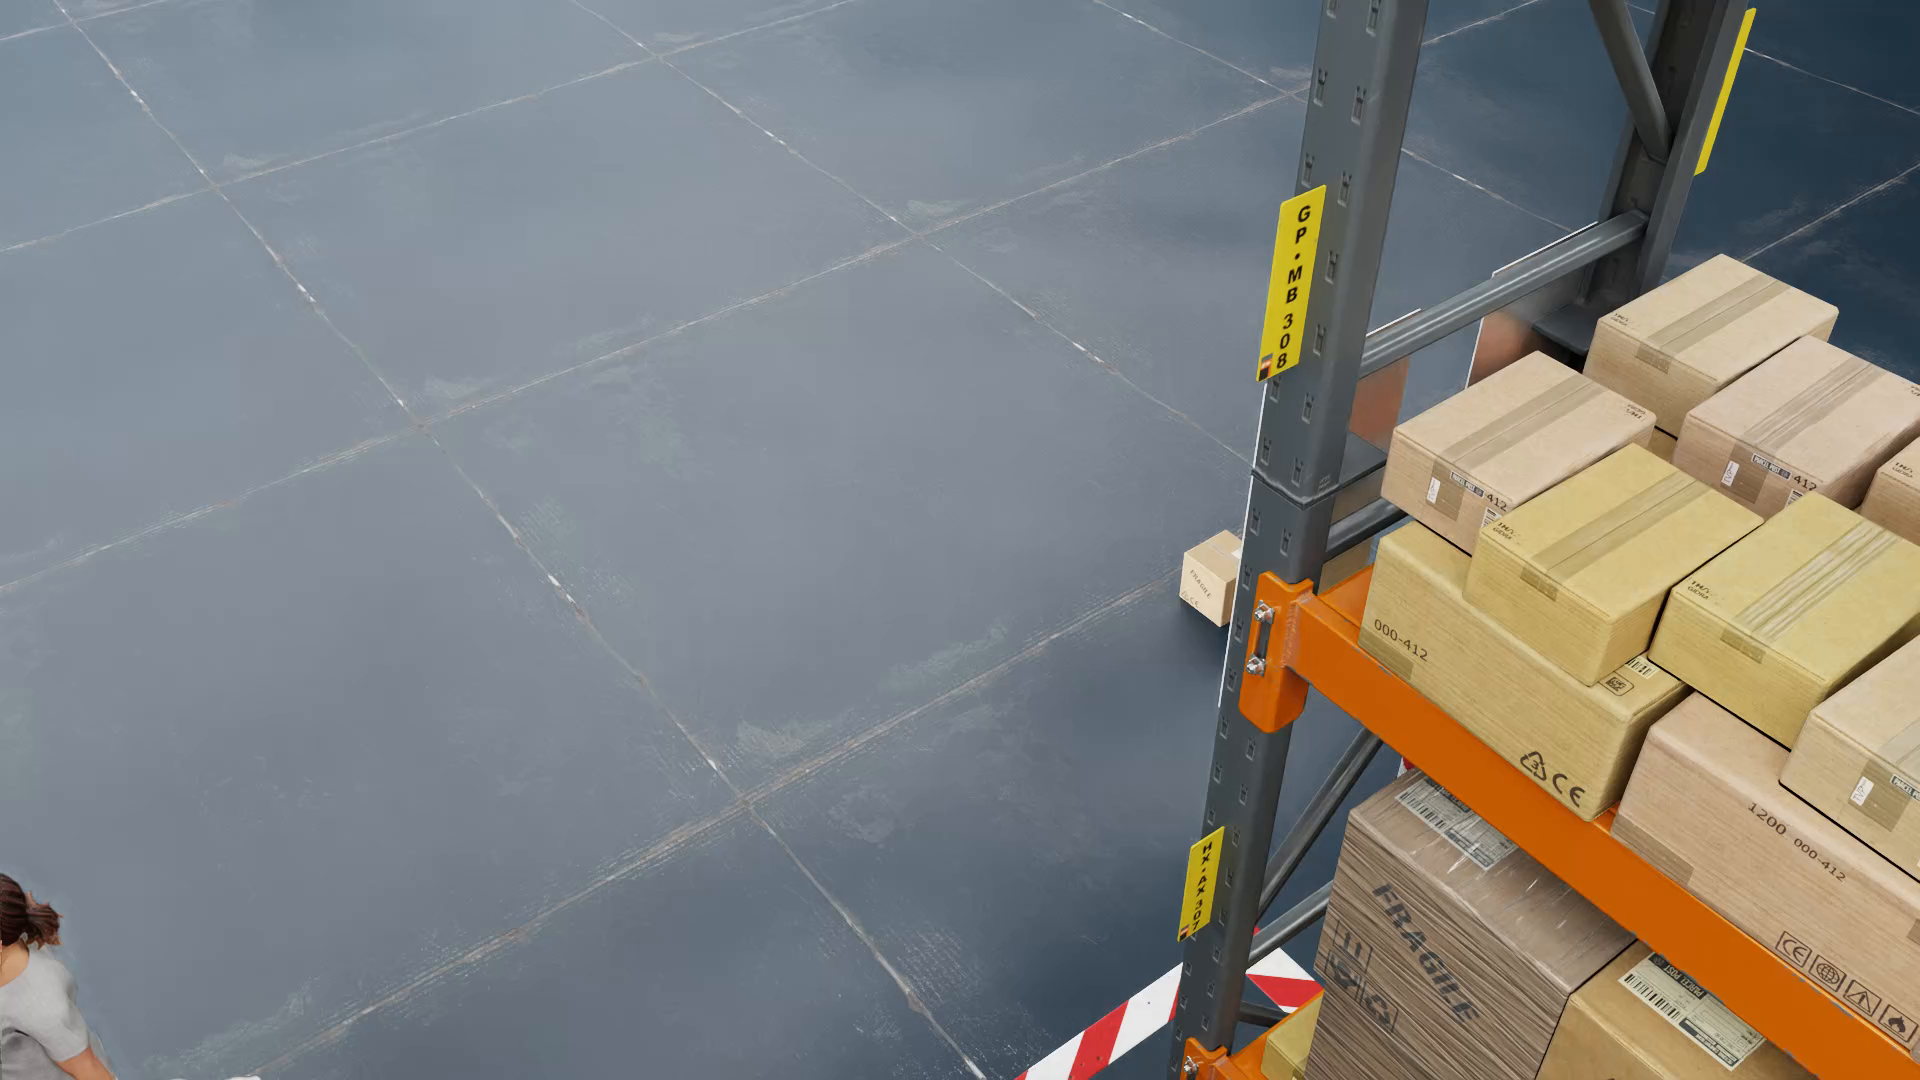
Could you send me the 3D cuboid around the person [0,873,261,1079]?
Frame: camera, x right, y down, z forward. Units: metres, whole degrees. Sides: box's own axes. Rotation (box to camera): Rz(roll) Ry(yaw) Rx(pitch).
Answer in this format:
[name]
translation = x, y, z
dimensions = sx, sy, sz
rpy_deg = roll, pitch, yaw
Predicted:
[person]
translation = -2.389, 1.435, 4.467
dimensions = 0.898, 1.639, 0.451
rpy_deg = -29, 48, -30
